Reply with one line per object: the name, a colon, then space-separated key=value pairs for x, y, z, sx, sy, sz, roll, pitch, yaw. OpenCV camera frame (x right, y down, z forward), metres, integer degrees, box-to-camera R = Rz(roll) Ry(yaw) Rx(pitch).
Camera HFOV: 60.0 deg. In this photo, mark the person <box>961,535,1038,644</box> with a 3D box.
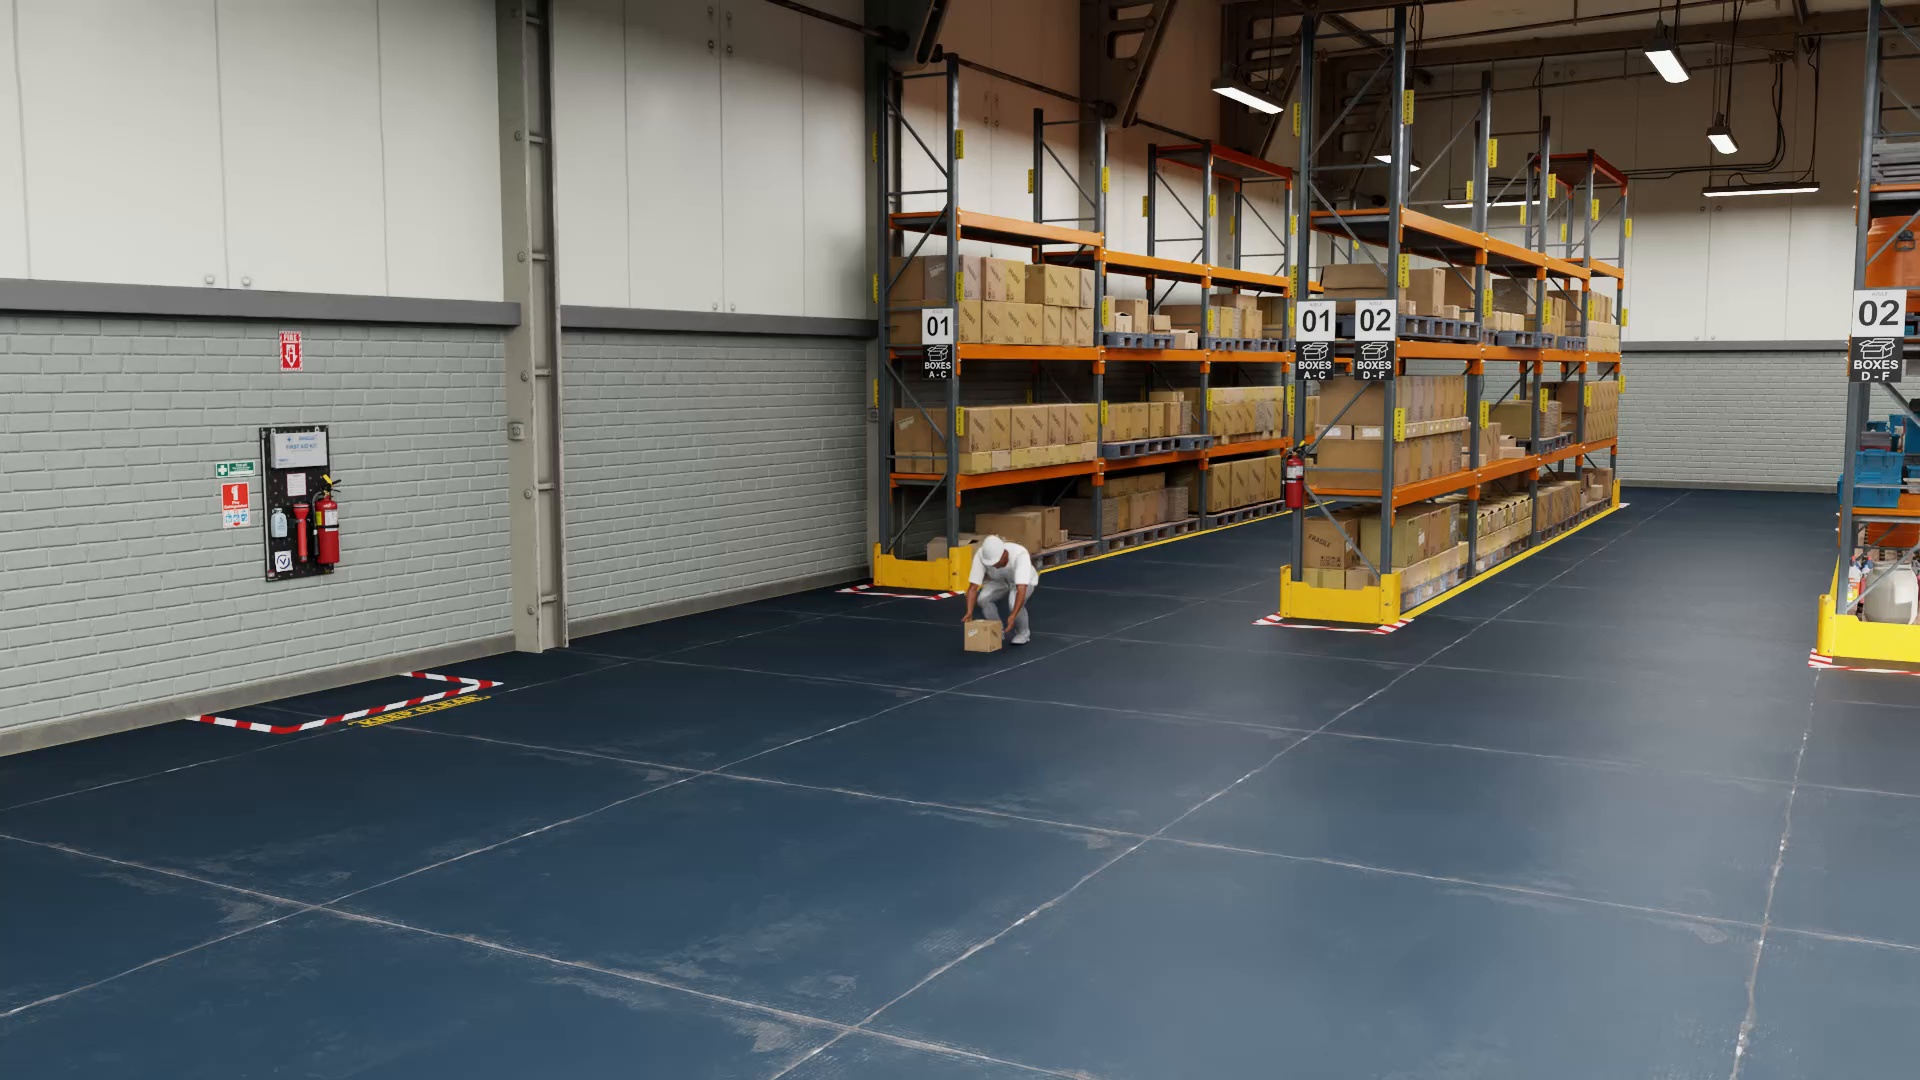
person: x=0.429 y=0.446 z=15.272 sx=0.593 sy=1.039 sz=0.884 roll=3 pitch=7 yaw=28
